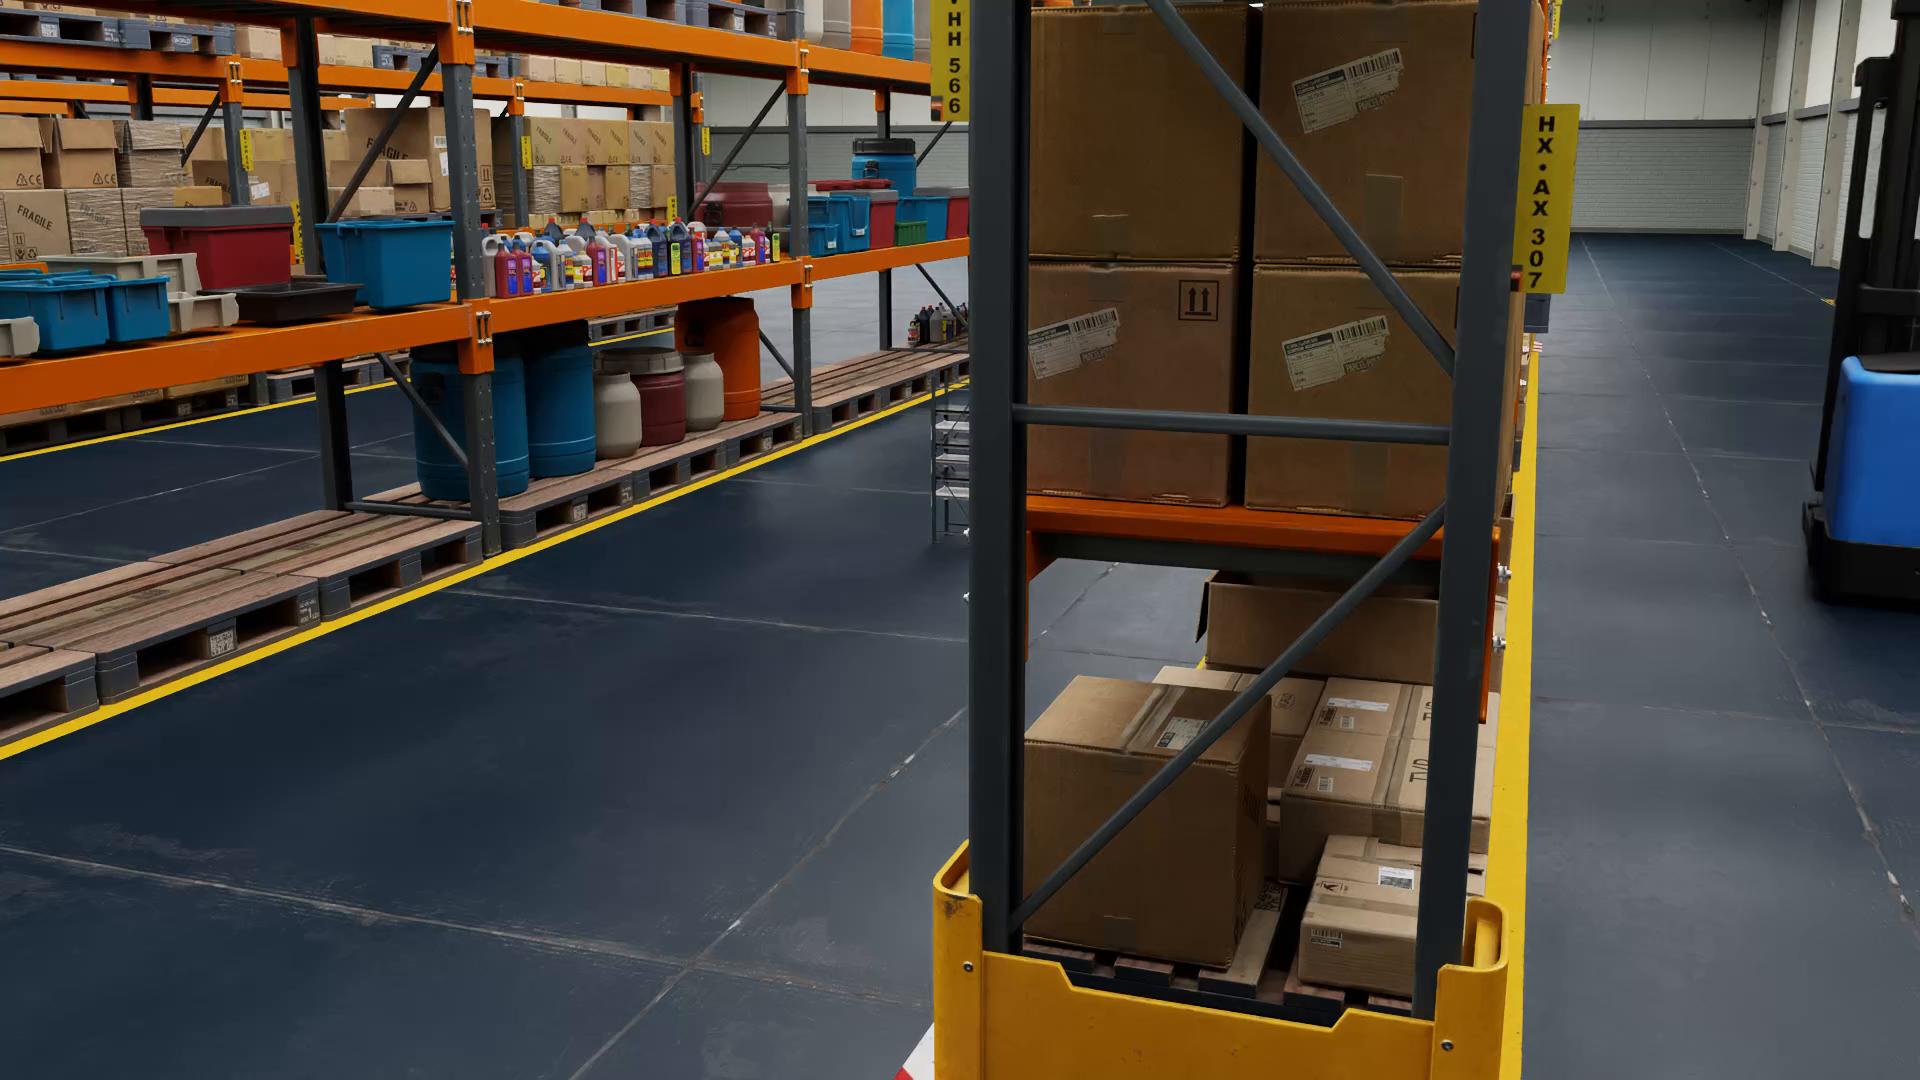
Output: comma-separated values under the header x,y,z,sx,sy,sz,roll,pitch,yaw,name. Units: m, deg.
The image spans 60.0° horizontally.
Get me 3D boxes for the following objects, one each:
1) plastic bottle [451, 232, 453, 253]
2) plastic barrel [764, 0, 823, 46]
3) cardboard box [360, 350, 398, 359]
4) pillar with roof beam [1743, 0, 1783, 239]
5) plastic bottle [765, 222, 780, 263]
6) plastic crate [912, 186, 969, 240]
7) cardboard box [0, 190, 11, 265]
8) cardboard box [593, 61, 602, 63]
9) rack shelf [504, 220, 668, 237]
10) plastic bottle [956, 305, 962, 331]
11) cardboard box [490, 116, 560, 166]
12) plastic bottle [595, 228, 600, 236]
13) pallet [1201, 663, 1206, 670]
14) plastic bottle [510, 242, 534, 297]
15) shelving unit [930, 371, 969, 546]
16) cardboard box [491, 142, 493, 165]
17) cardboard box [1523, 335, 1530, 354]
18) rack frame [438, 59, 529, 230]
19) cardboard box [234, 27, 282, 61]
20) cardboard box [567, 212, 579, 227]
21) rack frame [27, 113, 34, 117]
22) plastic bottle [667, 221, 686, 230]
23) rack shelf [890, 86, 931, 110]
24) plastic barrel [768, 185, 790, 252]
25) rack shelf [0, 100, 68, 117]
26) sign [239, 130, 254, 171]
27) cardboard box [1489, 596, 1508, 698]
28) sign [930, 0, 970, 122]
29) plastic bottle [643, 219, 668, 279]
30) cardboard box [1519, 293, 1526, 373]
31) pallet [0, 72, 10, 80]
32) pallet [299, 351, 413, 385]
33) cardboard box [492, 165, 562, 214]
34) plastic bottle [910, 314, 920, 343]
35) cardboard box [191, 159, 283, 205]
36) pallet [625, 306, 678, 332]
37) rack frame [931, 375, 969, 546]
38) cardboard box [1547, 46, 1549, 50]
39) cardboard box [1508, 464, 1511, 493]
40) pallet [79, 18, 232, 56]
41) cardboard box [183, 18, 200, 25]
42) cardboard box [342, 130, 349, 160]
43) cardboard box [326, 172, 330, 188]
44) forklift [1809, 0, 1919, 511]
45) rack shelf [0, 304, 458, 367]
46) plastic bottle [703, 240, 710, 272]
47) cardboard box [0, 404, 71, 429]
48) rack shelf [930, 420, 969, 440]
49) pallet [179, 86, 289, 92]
x,y,z,sx,sy,sz,roll,pitch,yaw,name
-2.894,-1.608,9.401,0.144,0.351,0.185,4,14,18,plastic bottle
-1.197,-3.817,11.978,0.421,0.512,0.421,0,13,0,plastic barrel
-5.732,-1.989,15.591,0.700,0.500,0.500,6,14,23,cardboard box
16.600,-12.569,43.836,9.100,9.000,0.400,4,14,18,pillar with roof beam
-1.315,-2.084,11.640,0.061,0.283,0.133,4,14,18,plastic bottle
-0.161,-3.006,15.274,0.402,0.464,0.583,4,14,18,plastic crate
-6.859,-2.110,11.267,0.500,0.500,0.500,4,13,17,cardboard box
-4.197,-5.363,18.443,0.380,0.149,0.250,4,13,17,cardboard box
-4.333,-3.526,19.312,1.077,0.370,4.000,4,14,18,rack shelf
-0.024,-2.373,17.786,0.097,0.271,0.097,0,13,0,plastic bottle
-4.594,-4.213,17.566,0.500,0.500,0.500,4,14,18,cardboard box
-2.396,-1.909,10.901,0.097,0.271,0.097,0,13,0,plastic bottle
1.188,0.705,5.426,1.003,0.211,1.213,4,14,18,pallet
-2.317,-1.432,8.784,0.061,0.283,0.133,4,14,18,plastic bottle
-0.003,-0.437,8.880,0.258,0.900,0.210,4,14,18,shelving unit
-5.095,-4.251,17.733,0.500,0.500,0.500,4,14,18,cardboard box
3.874,-1.345,12.113,0.500,0.311,0.500,4,13,17,cardboard box
-4.980,-3.456,17.387,1.000,3.000,0.127,4,14,18,rack frame
-5.881,-4.083,13.733,0.500,0.250,0.500,5,14,19,cardboard box
-4.406,-3.516,18.218,0.380,0.149,0.250,4,14,18,cardboard box
-13.063,-5.011,24.203,1.000,3.000,0.127,4,14,18,rack frame
-2.034,-2.128,11.851,0.152,0.276,0.135,4,14,18,plastic bottle
0.354,-4.632,17.416,1.077,0.370,4.000,4,14,18,rack shelf
-1.457,-2.543,13.138,0.421,0.512,0.421,0,13,0,plastic barrel
-13.710,-5.702,22.104,1.077,0.370,4.000,4,14,18,rack shelf
-5.748,-3.139,13.396,0.100,0.325,0.005,4,14,18,sign
1.645,0.338,5.822,0.500,0.311,0.500,4,14,18,cardboard box
-0.009,-0.978,3.218,0.100,0.325,0.005,4,14,18,sign
-1.879,-1.779,10.151,0.144,0.351,0.185,4,14,18,plastic bottle
1.555,-0.765,5.375,0.500,0.500,0.500,5,14,20,cardboard box
-10.418,-4.737,16.685,1.003,0.211,1.213,5,14,21,pallet
-5.624,-1.674,15.849,1.003,0.211,1.213,4,14,18,pallet
-4.776,-3.740,17.738,0.875,0.500,0.500,4,14,18,cardboard box
-0.450,-2.114,16.626,0.061,0.283,0.133,5,14,21,plastic bottle
-6.137,-2.983,14.150,0.500,0.500,0.500,3,13,11,cardboard box
-4.007,-2.754,20.579,1.003,0.211,1.213,4,14,18,pallet
-0.036,-0.416,8.787,0.240,0.900,0.006,4,14,18,rack frame
5.563,-4.985,16.424,0.500,0.250,0.500,4,14,18,cardboard box
2.191,-0.137,7.477,0.500,0.500,0.500,4,13,16,cardboard box
-6.432,-3.844,12.773,1.213,0.211,1.003,5,14,21,pallet
-6.357,-4.487,13.815,0.500,0.500,0.500,5,14,20,cardboard box
-8.503,-5.200,22.268,0.875,0.550,0.550,4,14,18,cardboard box
-8.581,-4.551,21.847,0.875,0.550,0.550,4,14,18,cardboard box
6.194,-1.421,8.628,3.001,2.935,4.306,6,14,24,forklift
-3.529,-0.738,6.658,0.919,0.124,3.809,4,14,18,rack shelf
-1.665,-1.829,10.707,0.097,0.201,0.097,0,13,0,plastic bottle
-7.092,-1.264,11.618,1.225,0.875,0.875,4,13,16,cardboard box
-0.003,-0.580,8.848,0.258,0.077,0.200,4,14,18,rack shelf
-8.970,-5.681,20.594,1.003,0.211,1.213,4,14,18,pallet
